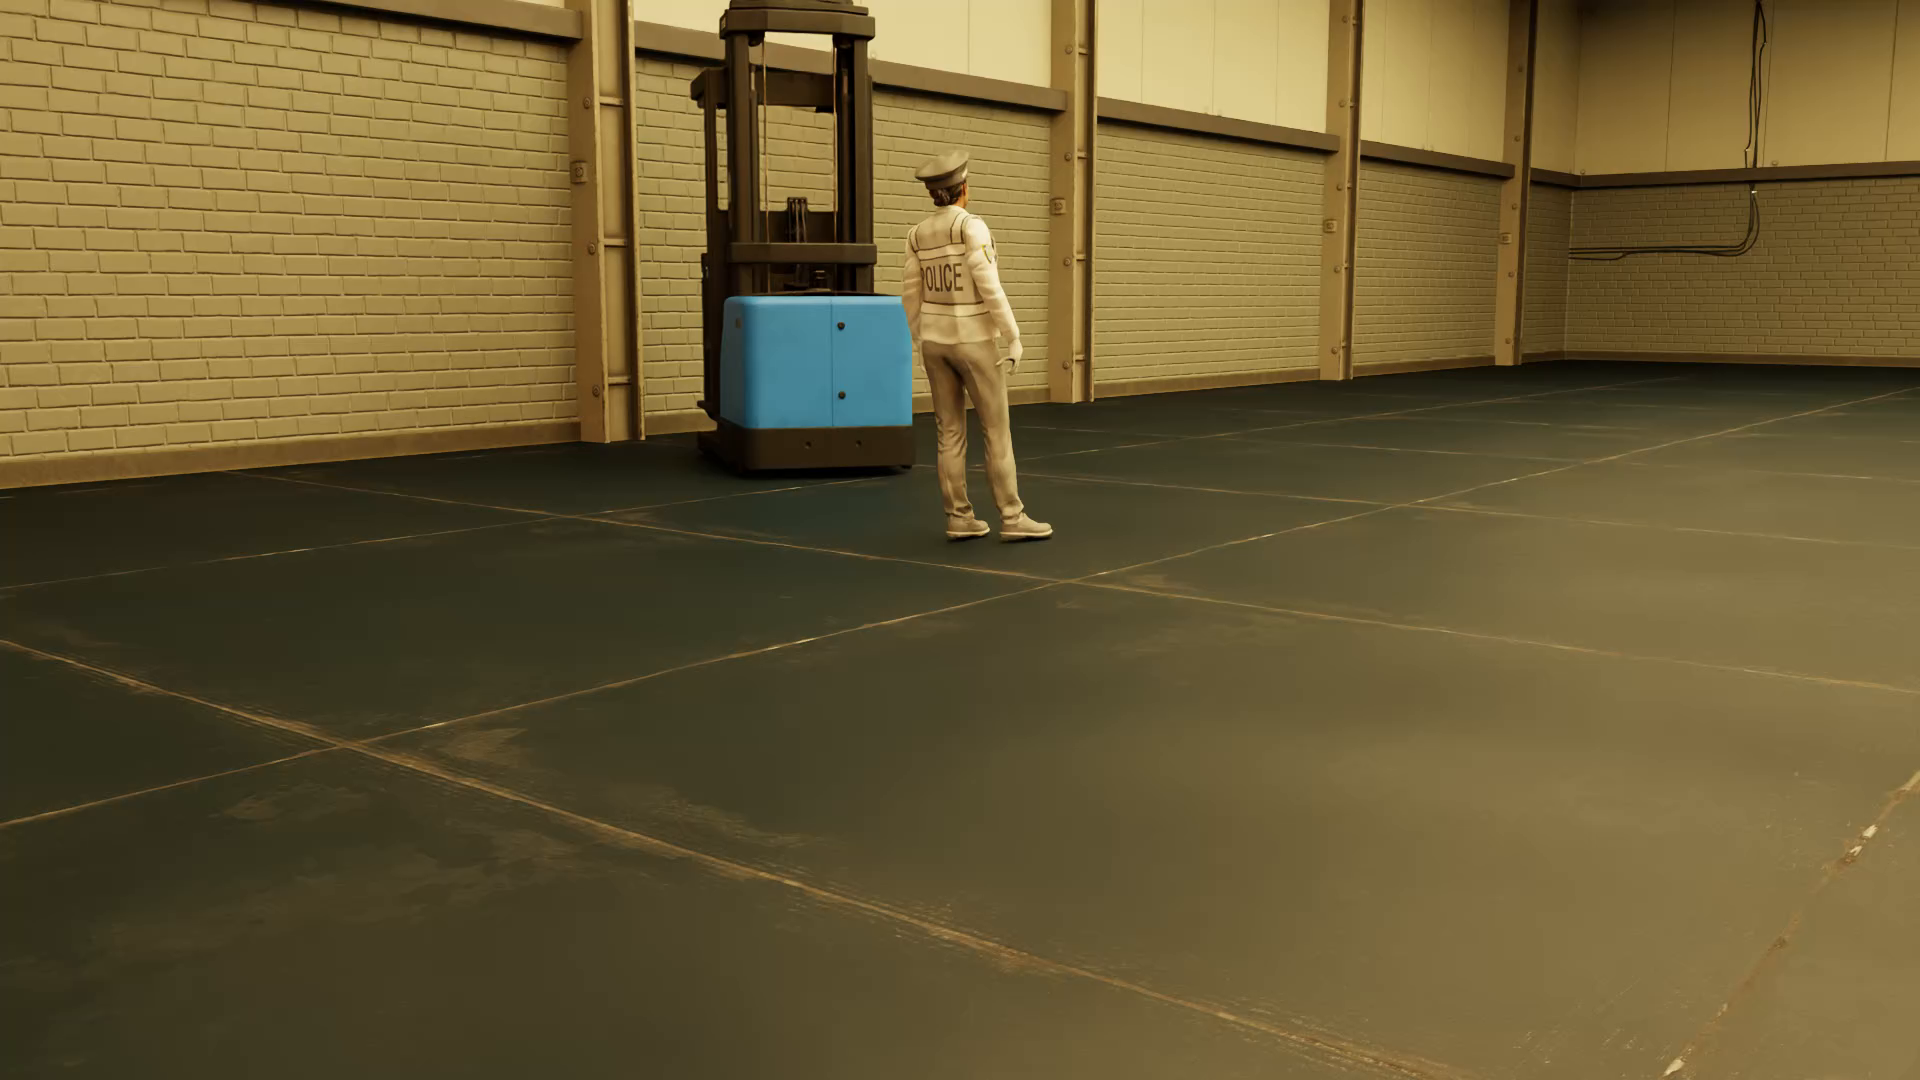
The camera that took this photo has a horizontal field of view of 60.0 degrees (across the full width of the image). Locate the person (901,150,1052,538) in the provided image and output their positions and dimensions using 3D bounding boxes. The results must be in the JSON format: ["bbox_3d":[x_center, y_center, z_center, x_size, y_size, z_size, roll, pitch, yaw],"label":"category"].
[{"bbox_3d":[0.048,-0.853,7.330,0.587,1.695,0.531,7,11,38],"label":"person"}]

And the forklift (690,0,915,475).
[{"bbox_3d":[-1.172,-2.017,11.066,1.130,2.935,3.031,-2,9,-16],"label":"forklift"}]
